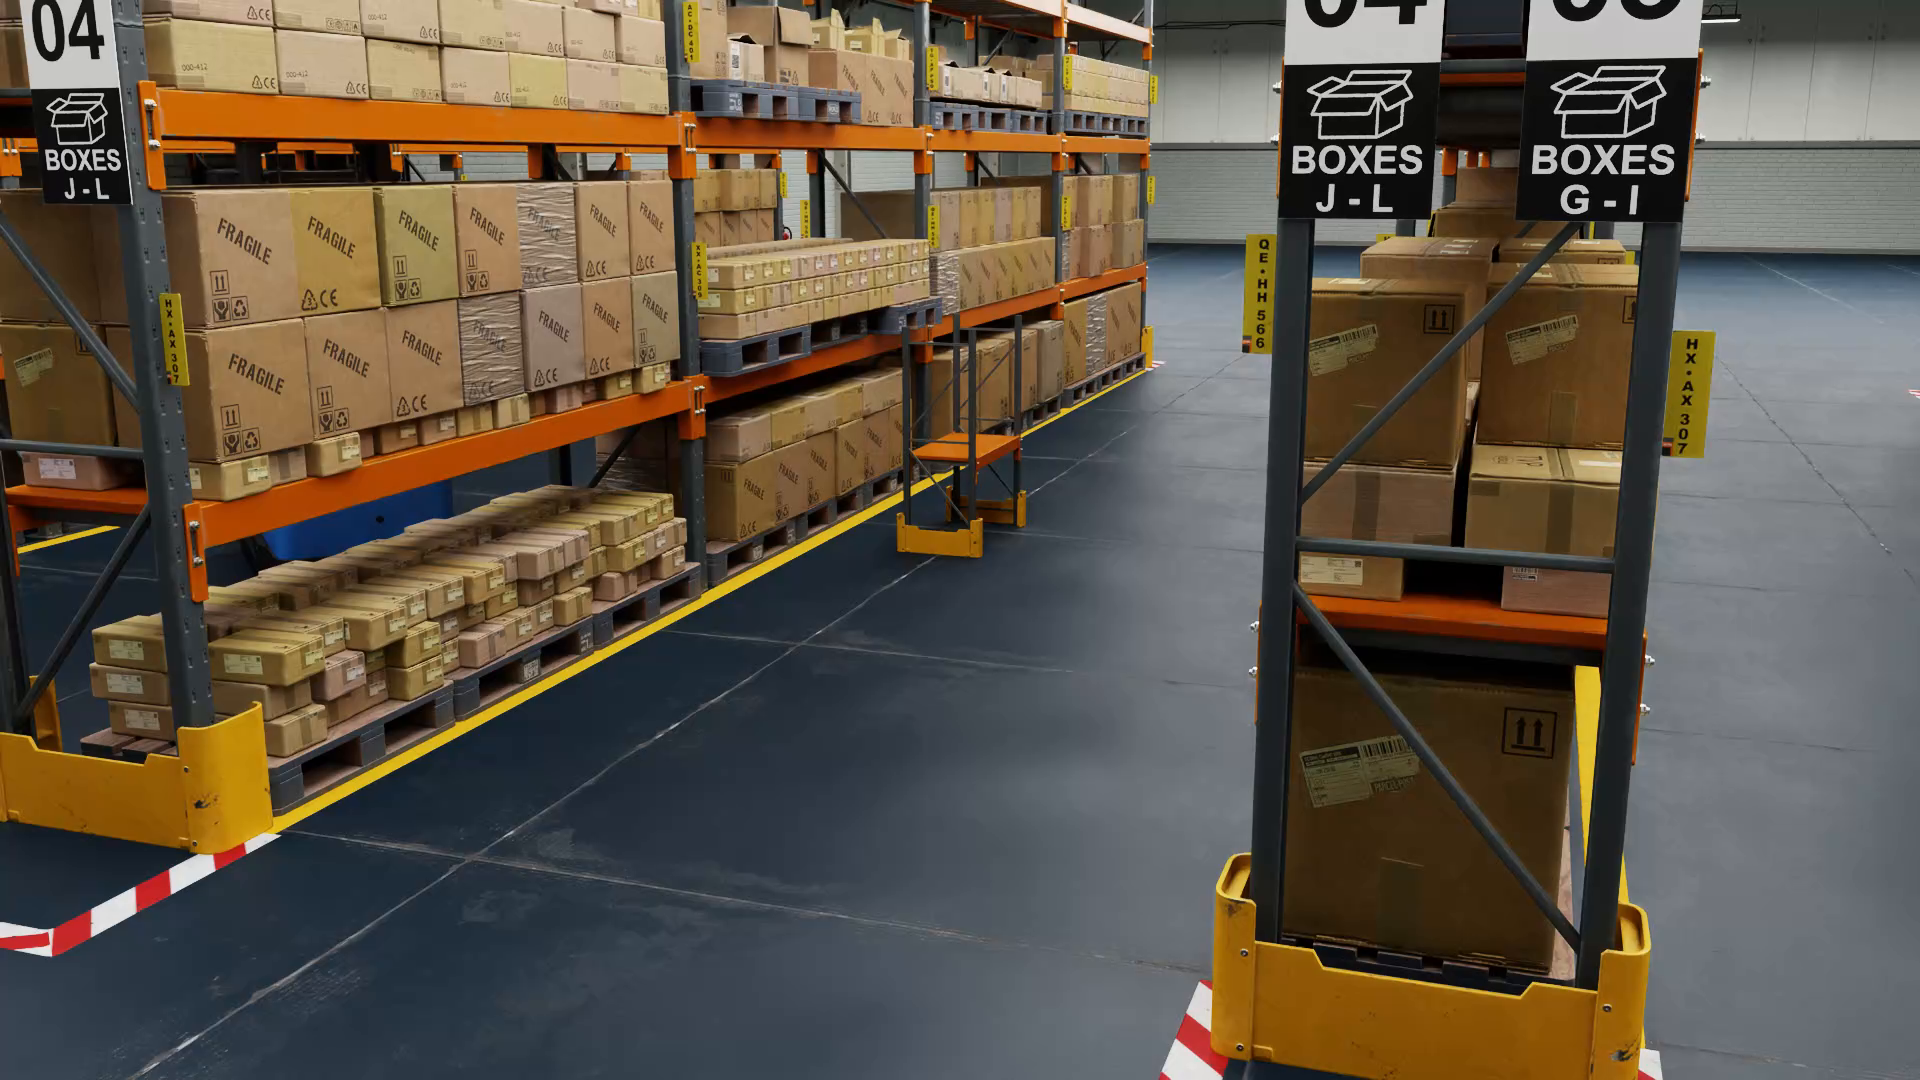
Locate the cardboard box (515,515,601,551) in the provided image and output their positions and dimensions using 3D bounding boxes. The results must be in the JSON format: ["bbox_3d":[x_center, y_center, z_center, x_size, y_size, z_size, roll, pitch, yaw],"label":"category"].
[{"bbox_3d":[-2.171,-0.026,8.988,0.380,0.149,0.250,5,14,20],"label":"cardboard box"}]

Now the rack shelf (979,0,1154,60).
[{"bbox_3d":[1.210,-5.658,18.571,1.077,0.370,4.000,4,14,18],"label":"rack shelf"}]

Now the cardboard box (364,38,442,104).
[{"bbox_3d":[-2.604,-2.017,7.179,0.500,0.250,0.500,4,13,17],"label":"cardboard box"}]

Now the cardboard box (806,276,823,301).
[{"bbox_3d":[-1.129,-1.672,11.023,0.380,0.149,0.250,5,14,21],"label":"cardboard box"}]

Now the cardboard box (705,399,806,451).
[{"bbox_3d":[-1.367,-0.774,11.127,0.500,0.250,0.500,5,14,20],"label":"cardboard box"}]

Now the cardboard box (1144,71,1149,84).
[{"bbox_3d":[2.069,-5.587,20.089,0.380,0.149,0.250,4,14,19],"label":"cardboard box"}]

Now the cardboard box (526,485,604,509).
[{"bbox_3d":[-2.333,-0.221,9.841,0.380,0.149,0.250,5,14,21],"label":"cardboard box"}]

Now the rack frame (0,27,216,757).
[{"bbox_3d":[-3.320,-0.331,6.199,1.000,3.000,0.127,4,14,18],"label":"rack frame"}]

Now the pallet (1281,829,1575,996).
[{"bbox_3d":[1.525,1.232,5.614,1.003,0.211,1.213,4,14,18],"label":"pallet"}]

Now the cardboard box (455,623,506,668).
[{"bbox_3d":[-2.425,0.500,8.020,0.380,0.149,0.250,4,13,16],"label":"cardboard box"}]

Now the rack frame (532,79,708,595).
[{"bbox_3d":[-2.026,-1.174,9.889,1.000,3.000,0.127,4,14,18],"label":"rack frame"}]

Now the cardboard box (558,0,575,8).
[{"bbox_3d":[-2.180,-2.758,8.406,0.380,0.149,0.250,5,14,20],"label":"cardboard box"}]

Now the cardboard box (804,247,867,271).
[{"bbox_3d":[-0.877,-1.980,11.705,0.380,0.149,0.250,5,14,21],"label":"cardboard box"}]

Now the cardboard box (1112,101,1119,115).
[{"bbox_3d":[1.576,-4.878,18.775,0.380,0.149,0.250,5,14,19],"label":"cardboard box"}]

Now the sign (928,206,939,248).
[{"bbox_3d":[-0.215,-2.505,13.297,0.100,0.325,0.005,4,14,18],"label":"sign"}]

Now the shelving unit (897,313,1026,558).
[{"bbox_3d":[0.025,-0.747,11.391,0.587,1.500,1.083,4,14,18],"label":"shelving unit"}]

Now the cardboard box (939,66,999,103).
[{"bbox_3d":[0.039,-4.038,14.732,0.500,0.311,0.500,4,13,17],"label":"cardboard box"}]

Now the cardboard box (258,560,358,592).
[{"bbox_3d":[-3.111,0.211,7.949,0.380,0.149,0.250,5,14,20],"label":"cardboard box"}]

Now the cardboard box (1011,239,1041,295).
[{"bbox_3d":[0.483,-2.671,16.226,0.500,0.500,0.500,4,14,18],"label":"cardboard box"}]

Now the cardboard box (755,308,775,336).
[{"bbox_3d":[-1.379,-1.365,10.346,0.380,0.149,0.250,5,14,19],"label":"cardboard box"}]

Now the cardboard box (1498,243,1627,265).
[{"bbox_3d":[2.573,-1.012,7.162,0.500,0.500,0.500,4,14,19],"label":"cardboard box"}]

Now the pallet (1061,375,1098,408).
[{"bbox_3d":[0.883,-1.653,18.256,1.003,0.211,1.213,4,14,18],"label":"pallet"}]

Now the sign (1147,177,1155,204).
[{"bbox_3d":[2.366,-4.338,20.620,0.100,0.325,0.005,4,14,18],"label":"sign"}]

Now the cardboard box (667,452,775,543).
[{"bbox_3d":[-1.536,-0.296,10.719,0.500,0.500,0.500,5,14,21],"label":"cardboard box"}]

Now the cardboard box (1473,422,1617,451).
[{"bbox_3d":[1.913,-0.217,5.364,0.500,0.250,0.500,4,14,18],"label":"cardboard box"}]

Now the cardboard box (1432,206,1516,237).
[{"bbox_3d":[3.066,-1.612,9.330,0.797,0.503,0.637,5,14,19],"label":"cardboard box"}]

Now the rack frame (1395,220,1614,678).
[{"bbox_3d":[2.635,-0.795,8.231,1.000,3.000,0.127,4,14,18],"label":"rack frame"}]

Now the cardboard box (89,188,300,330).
[{"bbox_3d":[-2.924,-1.088,6.374,0.500,0.500,0.500,4,14,18],"label":"cardboard box"}]

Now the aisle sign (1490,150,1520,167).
[{"bbox_3d":[6.253,-4.624,19.164,0.394,0.787,0.004,4,14,18],"label":"aisle sign"}]

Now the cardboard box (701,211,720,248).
[{"bbox_3d":[-3.288,-3.779,20.413,0.500,0.500,0.500,5,14,19],"label":"cardboard box"}]

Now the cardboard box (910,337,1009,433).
[{"bbox_3d":[-0.170,-1.430,15.124,1.050,0.750,0.750,5,14,19],"label":"cardboard box"}]

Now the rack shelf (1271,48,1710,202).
[{"bbox_3d":[1.987,-1.486,6.133,1.077,0.370,4.000,4,14,18],"label":"rack shelf"}]

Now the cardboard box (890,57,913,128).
[{"bbox_3d":[-0.676,-3.388,12.627,0.500,0.500,0.500,4,14,18],"label":"cardboard box"}]

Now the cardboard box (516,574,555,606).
[{"bbox_3d":[-2.317,0.227,8.547,0.380,0.149,0.250,4,13,16],"label":"cardboard box"}]

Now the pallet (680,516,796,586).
[{"bbox_3d":[-1.775,0.022,10.918,1.003,0.211,1.213,4,14,18],"label":"pallet"}]

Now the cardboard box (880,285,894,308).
[{"bbox_3d":[-0.705,-1.803,12.266,0.380,0.149,0.250,4,14,18],"label":"cardboard box"}]

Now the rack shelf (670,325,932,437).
[{"bbox_3d":[-1.379,-1.244,11.814,1.077,0.370,4.000,4,14,18],"label":"rack shelf"}]

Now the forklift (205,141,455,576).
[{"bbox_3d":[-4.184,-1.352,10.826,1.130,2.935,3.031,-7,15,-28],"label":"forklift"}]

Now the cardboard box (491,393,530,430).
[{"bbox_3d":[-2.335,-0.640,8.115,0.380,0.149,0.250,5,14,20],"label":"cardboard box"}]

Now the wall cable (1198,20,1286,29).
[{"bbox_3d":[8.763,-16.825,50.387,3.097,2.526,0.112,4,14,18],"label":"wall cable"}]

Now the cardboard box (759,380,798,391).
[{"bbox_3d":[-1.520,-1.030,12.247,0.500,0.250,0.500,4,14,19],"label":"cardboard box"}]

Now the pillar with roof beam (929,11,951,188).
[{"bbox_3d":[3.203,-11.978,43.746,9.100,9.000,0.548,4,14,18],"label":"pillar with roof beam"}]

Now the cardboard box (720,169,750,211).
[{"bbox_3d":[-3.057,-4.373,20.764,0.700,0.500,0.500,4,14,18],"label":"cardboard box"}]

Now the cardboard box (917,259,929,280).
[{"bbox_3d":[-0.461,-2.106,12.928,0.380,0.149,0.250,5,14,20],"label":"cardboard box"}]

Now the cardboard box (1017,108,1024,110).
[{"bbox_3d":[0.459,-4.604,17.575,0.380,0.149,0.250,5,14,19],"label":"cardboard box"}]

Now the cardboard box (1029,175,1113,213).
[{"bbox_3d":[1.300,-3.994,19.482,0.875,0.550,0.550,4,14,18],"label":"cardboard box"}]

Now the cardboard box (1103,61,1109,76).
[{"bbox_3d":[1.412,-5.160,18.220,0.380,0.149,0.250,4,14,18],"label":"cardboard box"}]

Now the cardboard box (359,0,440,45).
[{"bbox_3d":[-2.590,-2.254,7.094,0.500,0.250,0.500,5,14,19],"label":"cardboard box"}]

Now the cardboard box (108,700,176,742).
[{"bbox_3d":[-3.347,0.728,7.021,0.380,0.149,0.250,5,14,19],"label":"cardboard box"}]

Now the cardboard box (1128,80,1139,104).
[{"bbox_3d":[1.800,-5.260,19.550,0.500,0.250,0.500,4,14,19],"label":"cardboard box"}]

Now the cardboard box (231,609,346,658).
[{"bbox_3d":[-2.854,0.411,7.072,0.380,0.149,0.250,5,14,19],"label":"cardboard box"}]

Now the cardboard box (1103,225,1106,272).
[{"bbox_3d":[1.190,-3.351,19.092,0.875,0.550,0.500,4,14,18],"label":"cardboard box"}]

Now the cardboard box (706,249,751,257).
[{"bbox_3d":[-1.658,-1.919,11.438,0.380,0.149,0.250,4,13,16],"label":"cardboard box"}]

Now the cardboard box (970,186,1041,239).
[{"bbox_3d":[0.407,-3.289,16.687,0.700,0.500,0.500,4,13,17],"label":"cardboard box"}]

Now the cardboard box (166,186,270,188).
[{"bbox_3d":[-3.243,-1.234,7.012,0.500,0.500,0.500,4,13,16],"label":"cardboard box"}]

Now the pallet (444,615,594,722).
[{"bbox_3d":[-2.603,0.588,8.439,1.003,0.211,1.213,4,14,18],"label":"pallet"}]

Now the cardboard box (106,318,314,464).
[{"bbox_3d":[-2.913,-0.600,6.482,0.500,0.500,0.500,5,14,21],"label":"cardboard box"}]
